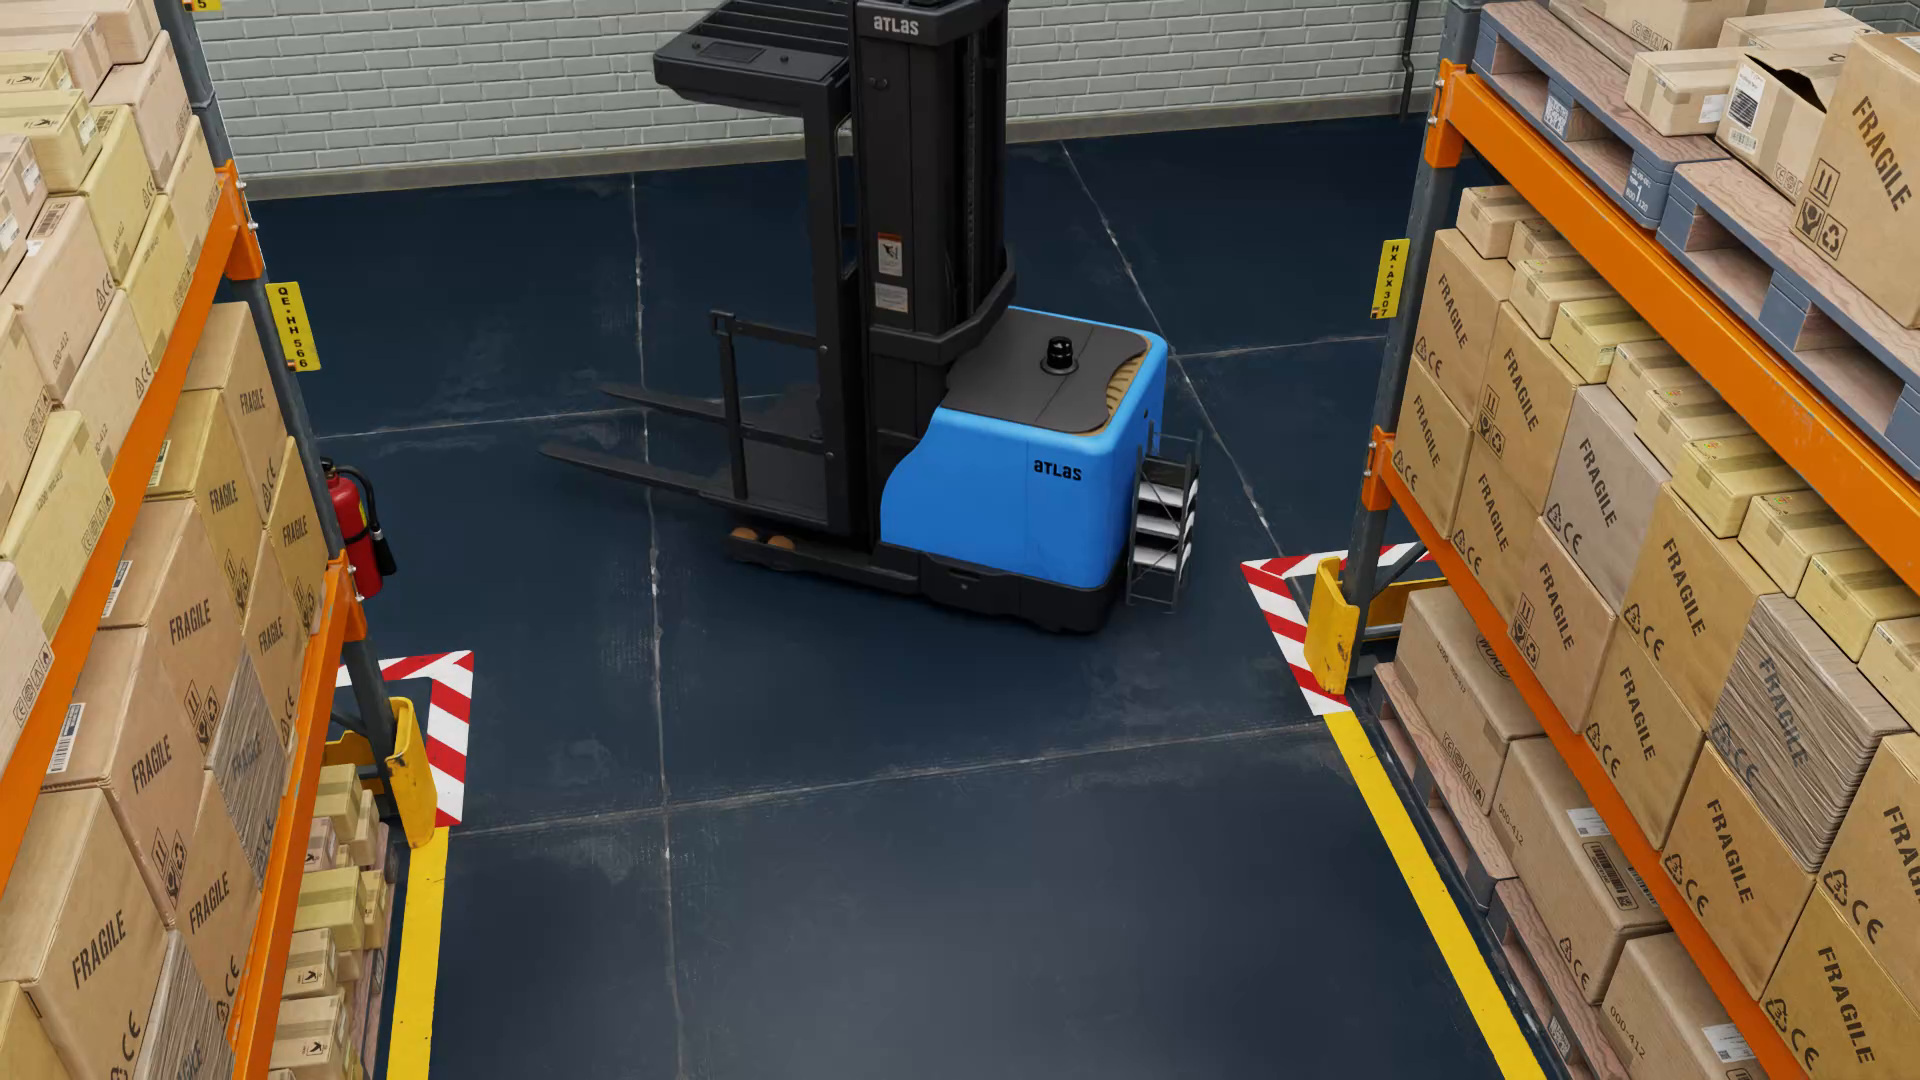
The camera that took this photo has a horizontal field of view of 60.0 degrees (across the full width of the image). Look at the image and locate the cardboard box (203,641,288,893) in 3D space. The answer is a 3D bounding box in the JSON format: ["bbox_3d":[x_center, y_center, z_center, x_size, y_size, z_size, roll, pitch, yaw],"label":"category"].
[{"bbox_3d":[-2.194,0.645,4.550,0.500,0.500,0.500,-6,38,-8],"label":"cardboard box"}]

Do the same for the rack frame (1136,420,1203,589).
[{"bbox_3d":[0.953,-0.150,7.610,0.240,0.900,0.006,12,39,15],"label":"rack frame"}]

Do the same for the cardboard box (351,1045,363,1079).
[{"bbox_3d":[-2.143,1.806,5.362,0.380,0.149,0.250,-8,39,-10],"label":"cardboard box"}]

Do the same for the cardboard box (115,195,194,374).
[{"bbox_3d":[-2.273,-0.630,4.193,0.500,0.250,0.500,-6,38,-8],"label":"cardboard box"}]

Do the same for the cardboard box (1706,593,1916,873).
[{"bbox_3d":[2.313,0.461,4.215,0.500,0.500,0.500,-6,38,-7],"label":"cardboard box"}]

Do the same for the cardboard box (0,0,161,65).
[{"bbox_3d":[-2.362,-1.369,4.412,0.380,0.149,0.250,-7,38,-8],"label":"cardboard box"}]

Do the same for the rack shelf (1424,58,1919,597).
[{"bbox_3d":[2.497,-0.344,4.289,1.077,0.370,4.000,-6,38,-8],"label":"rack shelf"}]

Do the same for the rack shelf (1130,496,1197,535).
[{"bbox_3d":[0.919,-0.136,7.500,0.258,0.077,0.200,12,39,15],"label":"rack shelf"}]

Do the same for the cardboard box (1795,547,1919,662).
[{"bbox_3d":[2.318,0.143,4.095,0.380,0.149,0.250,-7,38,-9],"label":"cardboard box"}]

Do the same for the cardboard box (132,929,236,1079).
[{"bbox_3d":[-1.994,1.268,3.748,0.500,0.500,0.500,-7,38,-9],"label":"cardboard box"}]

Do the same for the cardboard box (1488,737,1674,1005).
[{"bbox_3d":[2.529,1.134,5.991,0.875,0.438,0.875,-5,38,-7],"label":"cardboard box"}]

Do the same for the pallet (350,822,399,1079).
[{"bbox_3d":[-2.589,1.583,5.940,1.003,0.211,1.213,-6,38,-8],"label":"pallet"}]

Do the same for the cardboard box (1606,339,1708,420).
[{"bbox_3d":[2.147,-0.468,4.882,0.380,0.149,0.250,-6,38,-8],"label":"cardboard box"}]

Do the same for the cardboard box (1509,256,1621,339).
[{"bbox_3d":[1.985,-0.778,5.281,0.380,0.149,0.250,-5,38,-7],"label":"cardboard box"}]

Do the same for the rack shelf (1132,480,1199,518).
[{"bbox_3d":[0.919,-0.207,7.444,0.258,0.077,0.200,12,39,15],"label":"rack shelf"}]

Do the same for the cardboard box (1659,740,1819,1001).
[{"bbox_3d":[2.316,0.860,4.516,0.500,0.500,0.500,-7,38,-9],"label":"cardboard box"}]

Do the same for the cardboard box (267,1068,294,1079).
[{"bbox_3d":[-2.187,1.751,4.948,0.380,0.149,0.250,-7,38,-9],"label":"cardboard box"}]

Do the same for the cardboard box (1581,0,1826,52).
[{"bbox_3d":[2.314,-1.720,5.173,0.500,0.250,0.500,-10,39,-12],"label":"cardboard box"}]

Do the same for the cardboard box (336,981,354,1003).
[{"bbox_3d":[-2.306,1.511,5.742,0.380,0.149,0.250,-6,38,-8],"label":"cardboard box"}]

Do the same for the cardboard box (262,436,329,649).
[{"bbox_3d":[-2.377,0.029,5.344,0.500,0.500,0.500,-5,38,-7],"label":"cardboard box"}]

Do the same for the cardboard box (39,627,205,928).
[{"bbox_3d":[-2.100,0.578,3.822,0.500,0.500,0.500,-7,38,-10],"label":"cardboard box"}]

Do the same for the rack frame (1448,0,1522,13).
[{"bbox_3d":[2.146,-3.021,4.703,1.000,3.000,0.127,-6,38,-8],"label":"rack frame"}]

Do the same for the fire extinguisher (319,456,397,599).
[{"bbox_3d":[-2.299,-0.082,6.178,0.296,0.674,0.183,-6,38,-8],"label":"fire extinguisher"}]

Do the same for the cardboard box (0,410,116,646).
[{"bbox_3d":[-2.086,-0.010,3.395,0.500,0.250,0.500,-5,38,-6],"label":"cardboard box"}]

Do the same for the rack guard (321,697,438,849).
[{"bbox_3d":[-2.696,0.975,6.488,1.175,0.500,0.348,-6,38,-8],"label":"rack guard"}]

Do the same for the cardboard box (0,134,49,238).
[{"bbox_3d":[-2.231,-0.747,3.612,0.380,0.149,0.250,-7,38,-9],"label":"cardboard box"}]

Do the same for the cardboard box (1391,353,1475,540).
[{"bbox_3d":[1.948,-0.370,6.100,0.500,0.500,0.500,-7,38,-8],"label":"cardboard box"}]

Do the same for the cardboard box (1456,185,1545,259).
[{"bbox_3d":[1.936,-1.098,5.693,0.380,0.149,0.250,-5,38,-7],"label":"cardboard box"}]

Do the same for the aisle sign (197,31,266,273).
[{"bbox_3d":[-2.427,-1.161,5.081,0.394,0.787,0.004,-6,38,-8],"label":"aisle sign"}]

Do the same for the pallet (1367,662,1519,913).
[{"bbox_3d":[2.363,0.924,6.788,1.003,0.211,1.213,-6,38,-8],"label":"pallet"}]

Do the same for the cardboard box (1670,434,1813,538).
[{"bbox_3d":[2.166,-0.157,4.481,0.380,0.149,0.250,-7,38,-9],"label":"cardboard box"}]

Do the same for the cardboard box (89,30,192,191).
[{"bbox_3d":[-2.378,-1.130,4.429,0.500,0.250,0.500,-7,38,-9],"label":"cardboard box"}]

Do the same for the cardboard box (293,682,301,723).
[{"bbox_3d":[-2.309,0.512,5.251,0.380,0.149,0.250,-7,38,-8],"label":"cardboard box"}]

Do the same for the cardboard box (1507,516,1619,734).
[{"bbox_3d":[2.135,0.241,5.313,0.500,0.500,0.500,-6,38,-8],"label":"cardboard box"}]

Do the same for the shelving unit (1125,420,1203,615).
[{"bbox_3d":[0.919,-0.092,7.534,0.258,0.900,0.210,12,39,15],"label":"shelving unit"}]

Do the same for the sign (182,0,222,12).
[{"bbox_3d":[-2.160,-1.640,4.649,0.100,0.325,0.005,-6,38,-8],"label":"sign"}]

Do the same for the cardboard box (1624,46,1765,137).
[{"bbox_3d":[2.111,-1.260,4.663,0.380,0.149,0.250,-5,38,-6],"label":"cardboard box"}]

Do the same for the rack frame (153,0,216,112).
[{"bbox_3d":[-2.709,-2.427,3.939,1.000,3.000,0.127,-6,38,-8],"label":"rack frame"}]

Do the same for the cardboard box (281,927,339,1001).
[{"bbox_3d":[-2.226,1.423,5.369,0.380,0.149,0.250,-8,39,-10],"label":"cardboard box"}]

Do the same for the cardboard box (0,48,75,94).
[{"bbox_3d":[-2.369,-1.055,4.007,0.380,0.149,0.250,-7,38,-9],"label":"cardboard box"}]

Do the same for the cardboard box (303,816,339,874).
[{"bbox_3d":[-2.380,1.117,5.763,0.380,0.149,0.250,-6,38,-7],"label":"cardboard box"}]

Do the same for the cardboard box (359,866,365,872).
[{"bbox_3d":[-2.412,1.197,6.145,0.380,0.149,0.250,-6,38,-7],"label":"cardboard box"}]

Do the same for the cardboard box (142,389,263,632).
[{"bbox_3d":[-2.295,-0.054,4.636,0.500,0.500,0.500,-7,38,-9],"label":"cardboard box"}]

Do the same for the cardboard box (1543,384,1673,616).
[{"bbox_3d":[2.145,-0.144,4.994,0.500,0.500,0.500,-7,38,-8],"label":"cardboard box"}]

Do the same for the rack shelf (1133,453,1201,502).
[{"bbox_3d":[0.919,-0.279,7.389,0.258,0.077,0.200,12,39,15],"label":"rack shelf"}]

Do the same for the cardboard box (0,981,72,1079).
[{"bbox_3d":[-1.953,1.196,3.027,0.500,0.500,0.500,-7,38,-9],"label":"cardboard box"}]

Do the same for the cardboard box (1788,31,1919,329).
[{"bbox_3d":[2.352,-0.847,3.845,0.500,0.500,0.500,-6,38,-7],"label":"cardboard box"}]

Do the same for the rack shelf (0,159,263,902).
[{"bbox_3d":[-2.359,0.249,3.525,1.077,0.370,4.000,-6,38,-8],"label":"rack shelf"}]

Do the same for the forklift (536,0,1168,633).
[{"bbox_3d":[-0.605,-1.298,7.432,3.031,2.935,1.130,13,40,16],"label":"forklift"}]

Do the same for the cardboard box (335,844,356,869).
[{"bbox_3d":[-2.343,1.236,5.853,0.380,0.149,0.250,-7,38,-9],"label":"cardboard box"}]

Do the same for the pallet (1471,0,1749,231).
[{"bbox_3d":[2.287,-1.354,5.075,1.003,0.211,1.213,-6,38,-8],"label":"pallet"}]

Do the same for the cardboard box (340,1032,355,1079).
[{"bbox_3d":[-2.140,1.698,5.259,0.380,0.149,0.250,-6,38,-7],"label":"cardboard box"}]

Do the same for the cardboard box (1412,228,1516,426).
[{"bbox_3d":[1.950,-0.765,5.794,0.500,0.500,0.500,-7,38,-9],"label":"cardboard box"}]

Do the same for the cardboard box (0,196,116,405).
[{"bbox_3d":[-2.200,-0.512,3.633,0.500,0.250,0.500,-6,38,-7],"label":"cardboard box"}]
